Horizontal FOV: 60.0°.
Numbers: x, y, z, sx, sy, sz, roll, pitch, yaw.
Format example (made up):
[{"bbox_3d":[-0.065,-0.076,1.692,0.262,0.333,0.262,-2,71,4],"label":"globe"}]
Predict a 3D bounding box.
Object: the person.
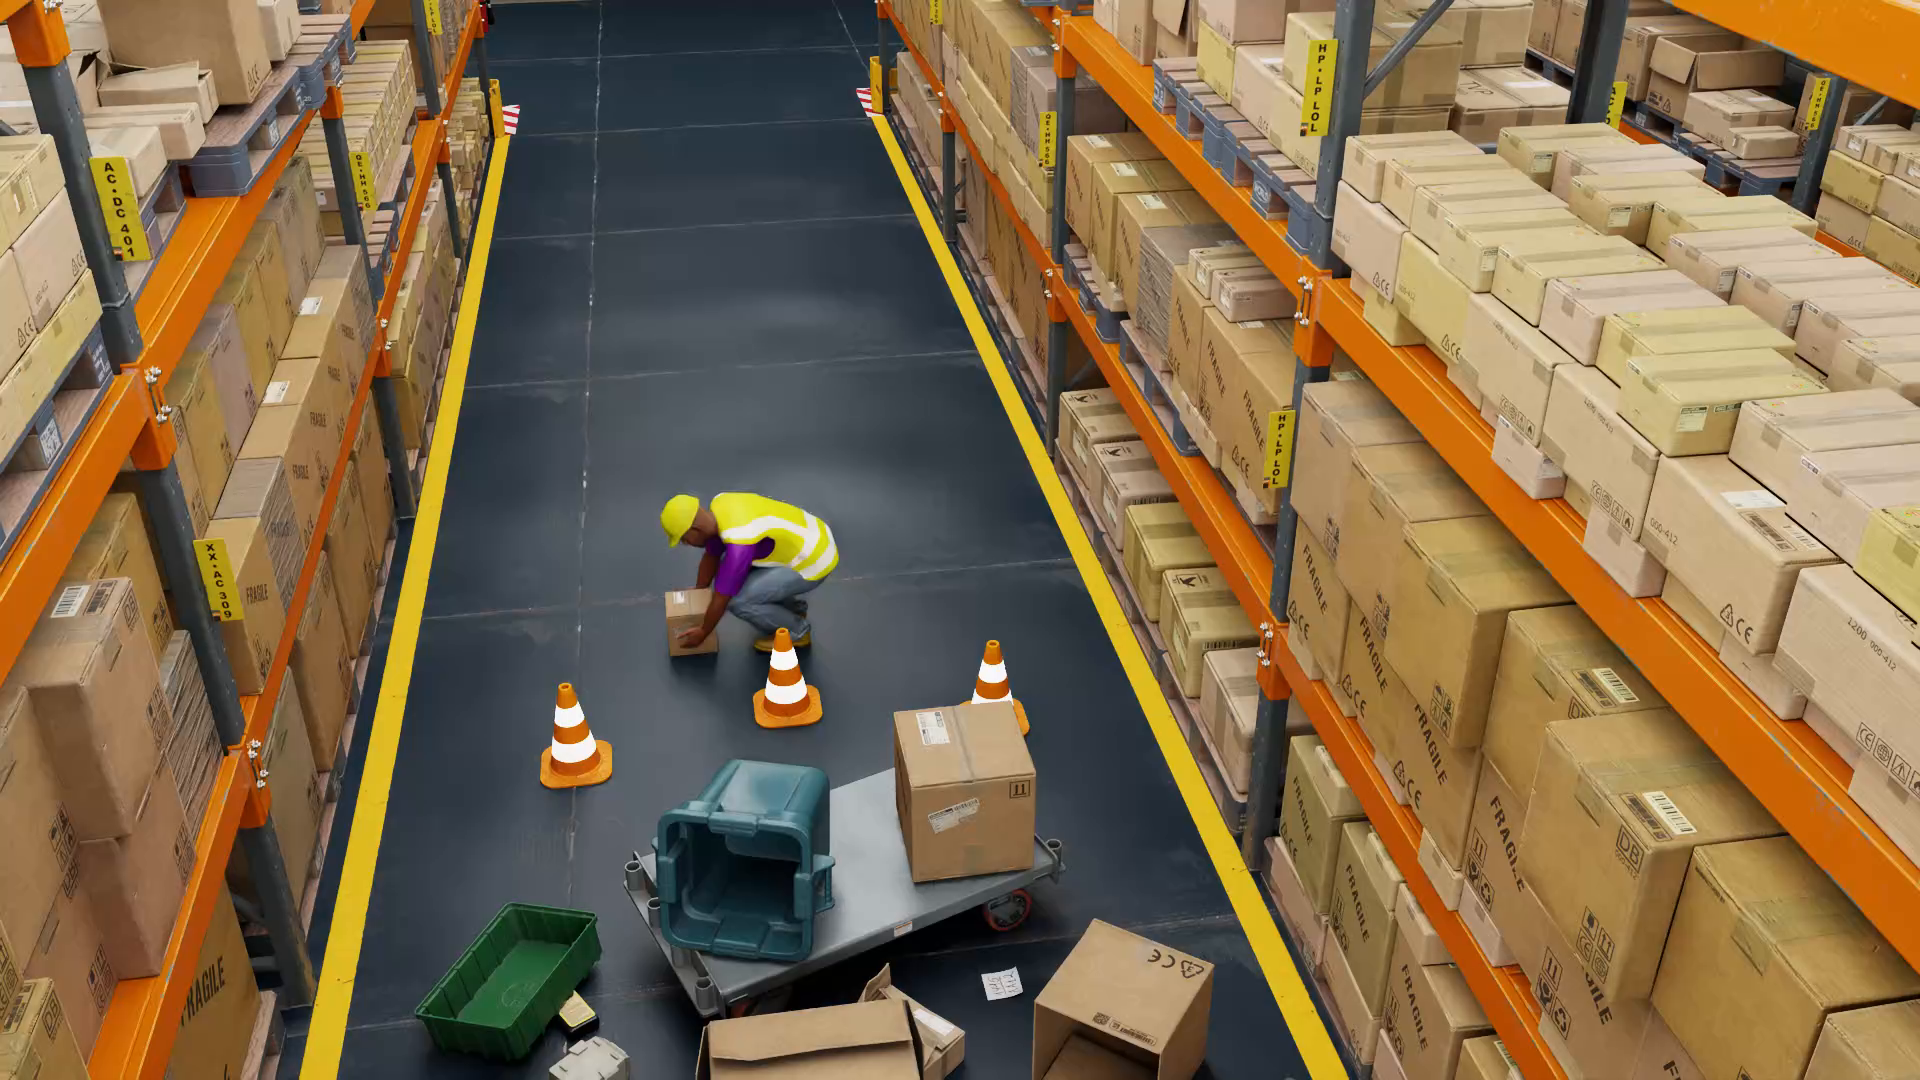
[{"bbox_3d":[-1.084,0.137,8.710,0.897,0.926,0.568,-5,31,-9],"label":"person"}]
